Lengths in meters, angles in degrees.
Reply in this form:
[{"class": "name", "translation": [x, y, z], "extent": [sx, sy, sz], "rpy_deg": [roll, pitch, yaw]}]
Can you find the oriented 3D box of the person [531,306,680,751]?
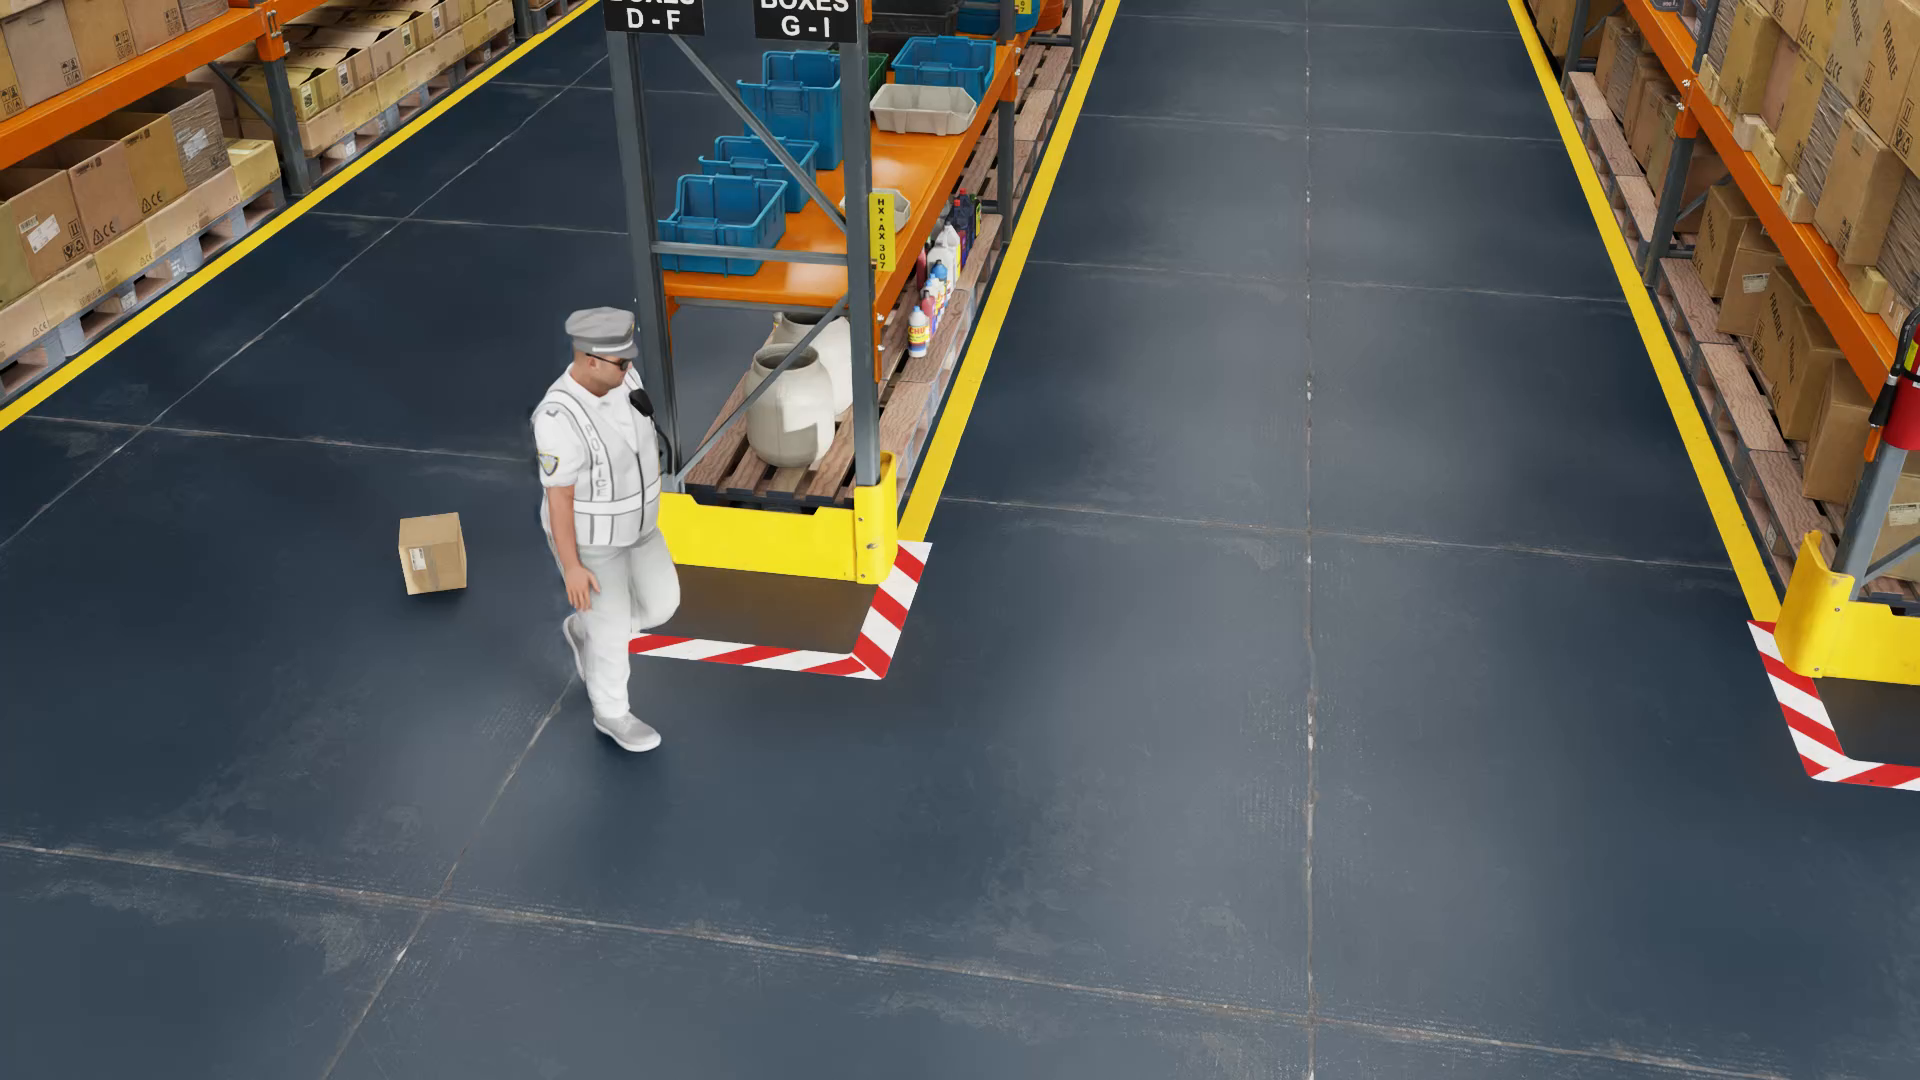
[{"class": "person", "translation": [-1.363, -0.061, 6.203], "extent": [0.608, 1.723, 0.620], "rpy_deg": [17, 36, 24]}]
